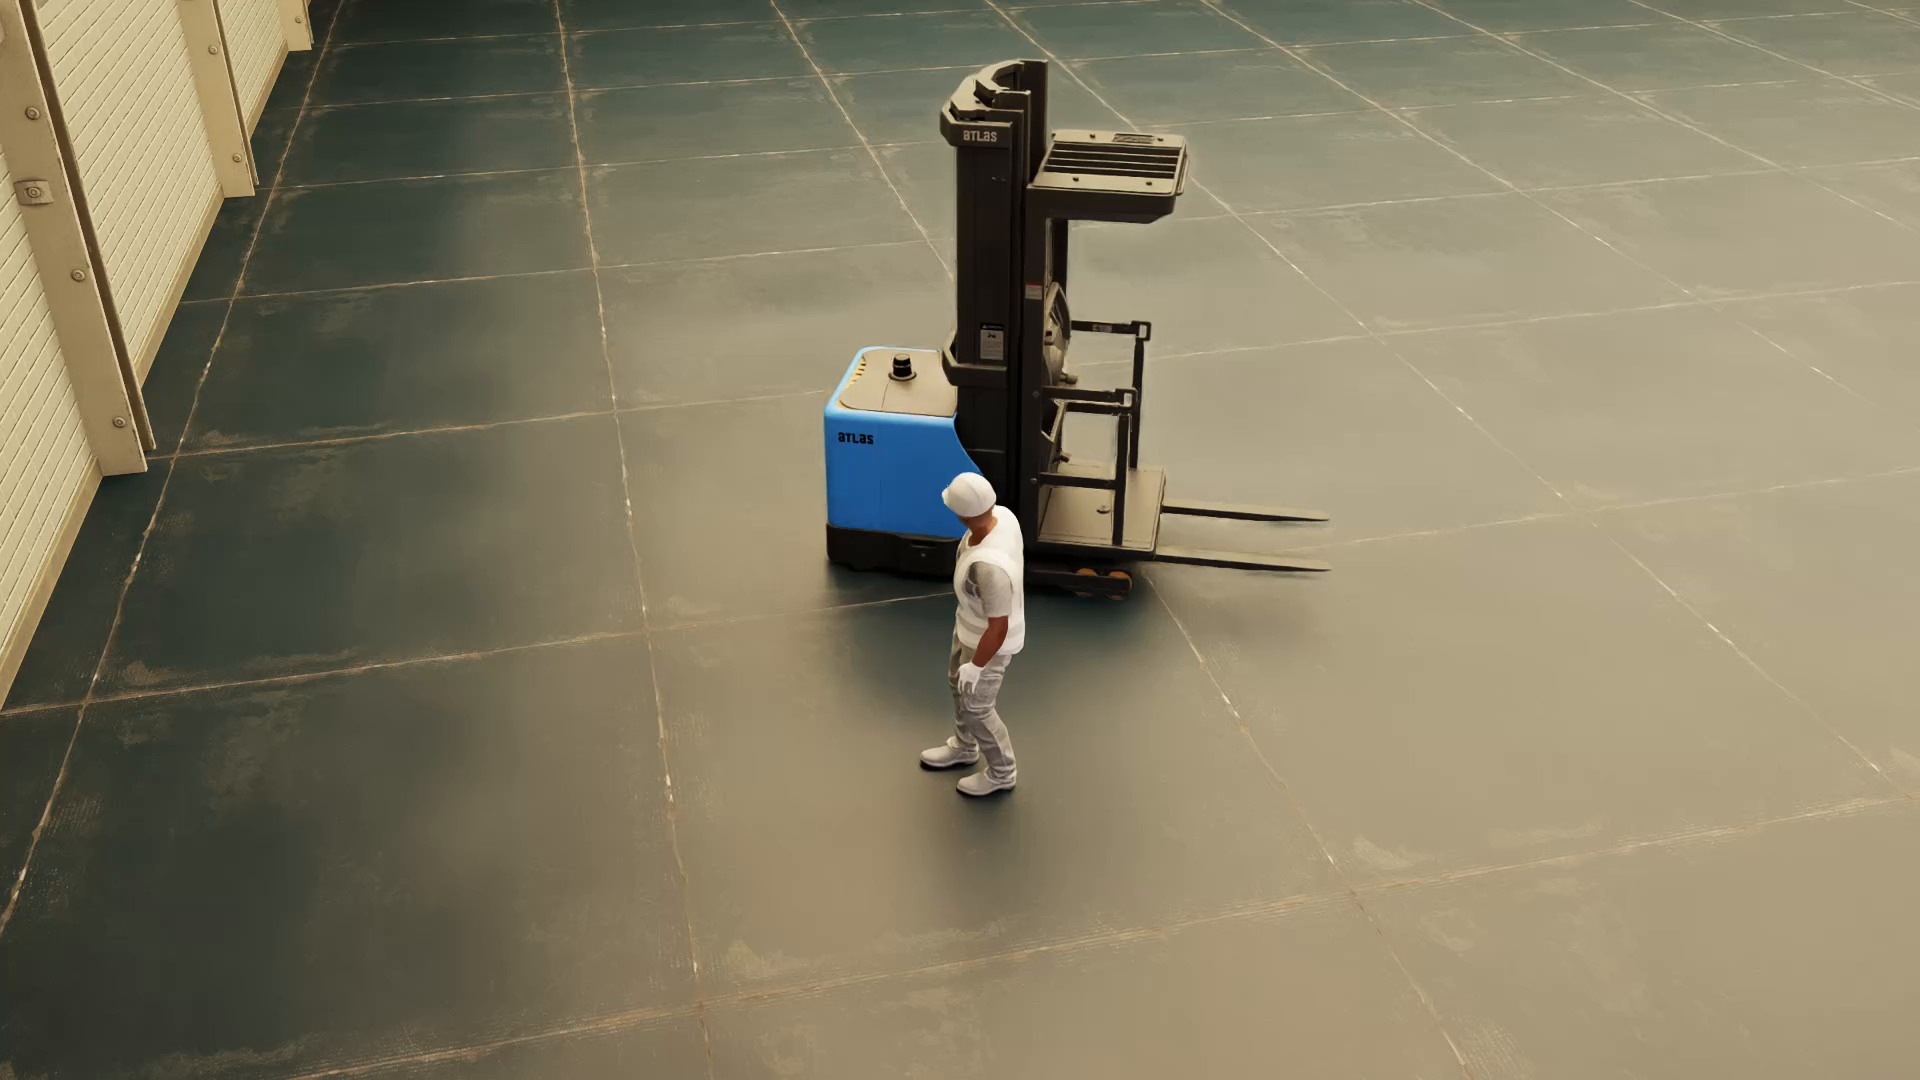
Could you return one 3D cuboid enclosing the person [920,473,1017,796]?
[{"bbox_3d":[0.044,0.443,7.975,0.490,1.765,0.773,-1,30,-3],"label":"person"}]
